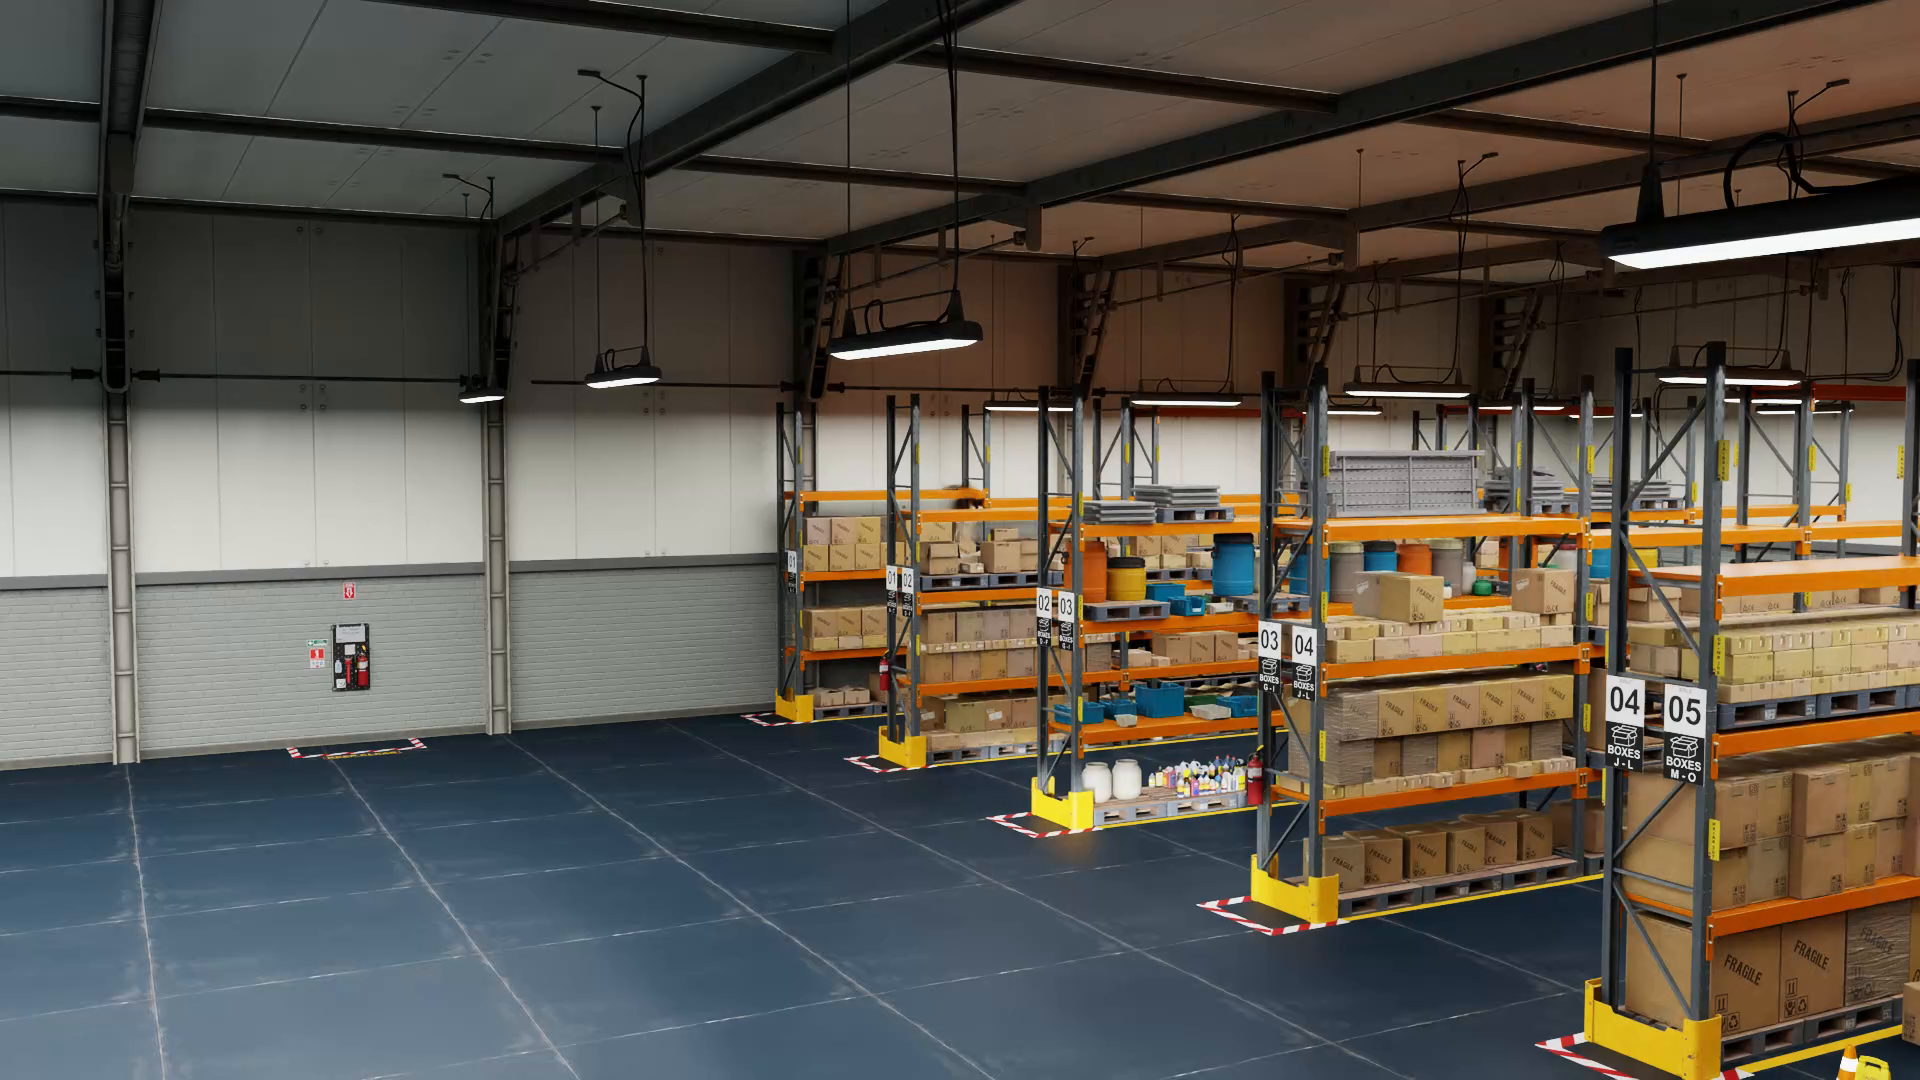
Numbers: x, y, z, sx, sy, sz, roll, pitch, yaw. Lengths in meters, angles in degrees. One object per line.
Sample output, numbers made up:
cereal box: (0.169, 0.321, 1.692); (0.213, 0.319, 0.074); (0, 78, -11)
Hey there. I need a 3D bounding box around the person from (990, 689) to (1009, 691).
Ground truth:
person: (0.733, 2.528, 32.067); (0.553, 1.676, 0.381); (-1, 3, -12)
